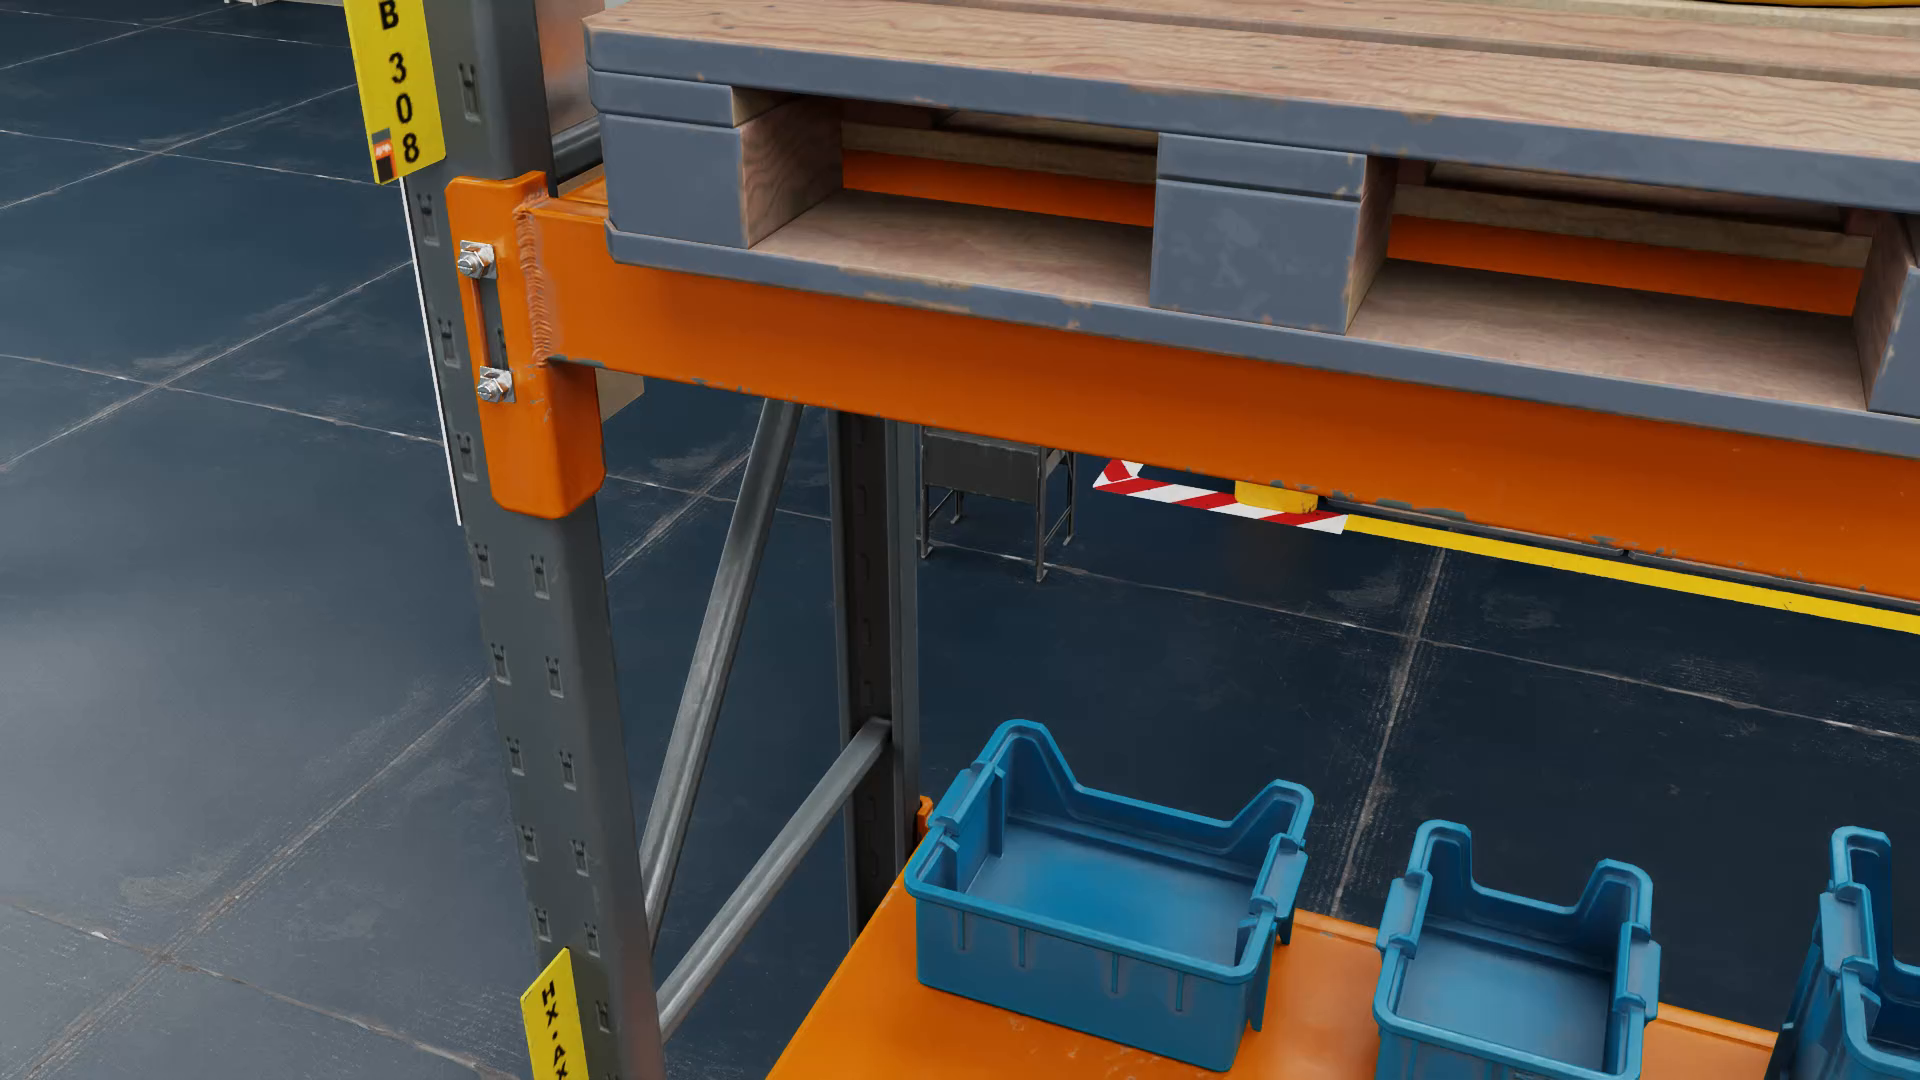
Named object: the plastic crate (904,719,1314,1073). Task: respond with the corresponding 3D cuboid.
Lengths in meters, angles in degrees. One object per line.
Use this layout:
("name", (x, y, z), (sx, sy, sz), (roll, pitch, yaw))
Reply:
("plastic crate", (0.259, 0.583, 2.821), (0.616, 0.251, 0.499), (11, 31, 19))

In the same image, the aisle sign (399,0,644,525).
("aisle sign", (-0.495, -0.449, 1.854), (0.004, 0.787, 0.394), (11, 31, 19))

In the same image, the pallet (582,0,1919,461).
("pallet", (0.412, -0.464, 1.666), (1.213, 0.211, 1.003), (11, 31, 19))

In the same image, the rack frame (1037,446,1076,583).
("rack frame", (0.379, -0.838, 6.099), (0.015, 2.100, 0.400), (11, 31, 19))

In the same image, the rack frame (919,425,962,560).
("rack frame", (-0.073, -0.929, 6.259), (0.015, 2.100, 0.400), (11, 31, 19))

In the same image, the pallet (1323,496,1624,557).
("pallet", (2.272, -0.359, 7.171), (1.213, 0.211, 1.003), (11, 31, 19))

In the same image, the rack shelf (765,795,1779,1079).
("rack shelf", (1.535, 1.245, 2.229), (4.000, 0.370, 1.077), (11, 31, 19))

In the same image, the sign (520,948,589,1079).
("sign", (-0.529, 0.692, 2.196), (0.005, 0.325, 0.100), (11, 31, 19))

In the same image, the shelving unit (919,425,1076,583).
("shelving unit", (0.153, -0.883, 6.179), (0.503, 2.100, 0.431), (11, 31, 19))

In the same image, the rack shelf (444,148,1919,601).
("rack shelf", (1.535, -0.060, 1.491), (4.000, 0.370, 1.077), (11, 31, 19))

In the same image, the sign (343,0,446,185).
("sign", (-0.529, -0.497, 1.524), (0.005, 0.325, 0.100), (11, 31, 19))

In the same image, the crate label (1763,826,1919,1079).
("crate label", (1.489, 0.764, 2.314), (0.616, 0.435, 0.502), (11, 31, 19))

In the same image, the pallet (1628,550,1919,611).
("pallet", (3.399, -0.133, 6.770), (1.213, 0.211, 1.003), (11, 31, 19))

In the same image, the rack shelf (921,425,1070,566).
("rack shelf", (0.153, -0.262, 6.530), (0.480, 0.518, 0.431), (11, 31, 19))

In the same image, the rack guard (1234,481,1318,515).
("rack guard", (1.526, -0.612, 7.324), (0.348, 0.500, 1.175), (11, 31, 19))

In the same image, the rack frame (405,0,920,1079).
("rack frame", (-0.319, 0.564, 2.704), (0.053, 2.616, 0.949), (11, 31, 19))

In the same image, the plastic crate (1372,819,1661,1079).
("plastic crate", (0.858, 0.706, 2.604), (0.408, 0.251, 0.499), (11, 31, 19))
